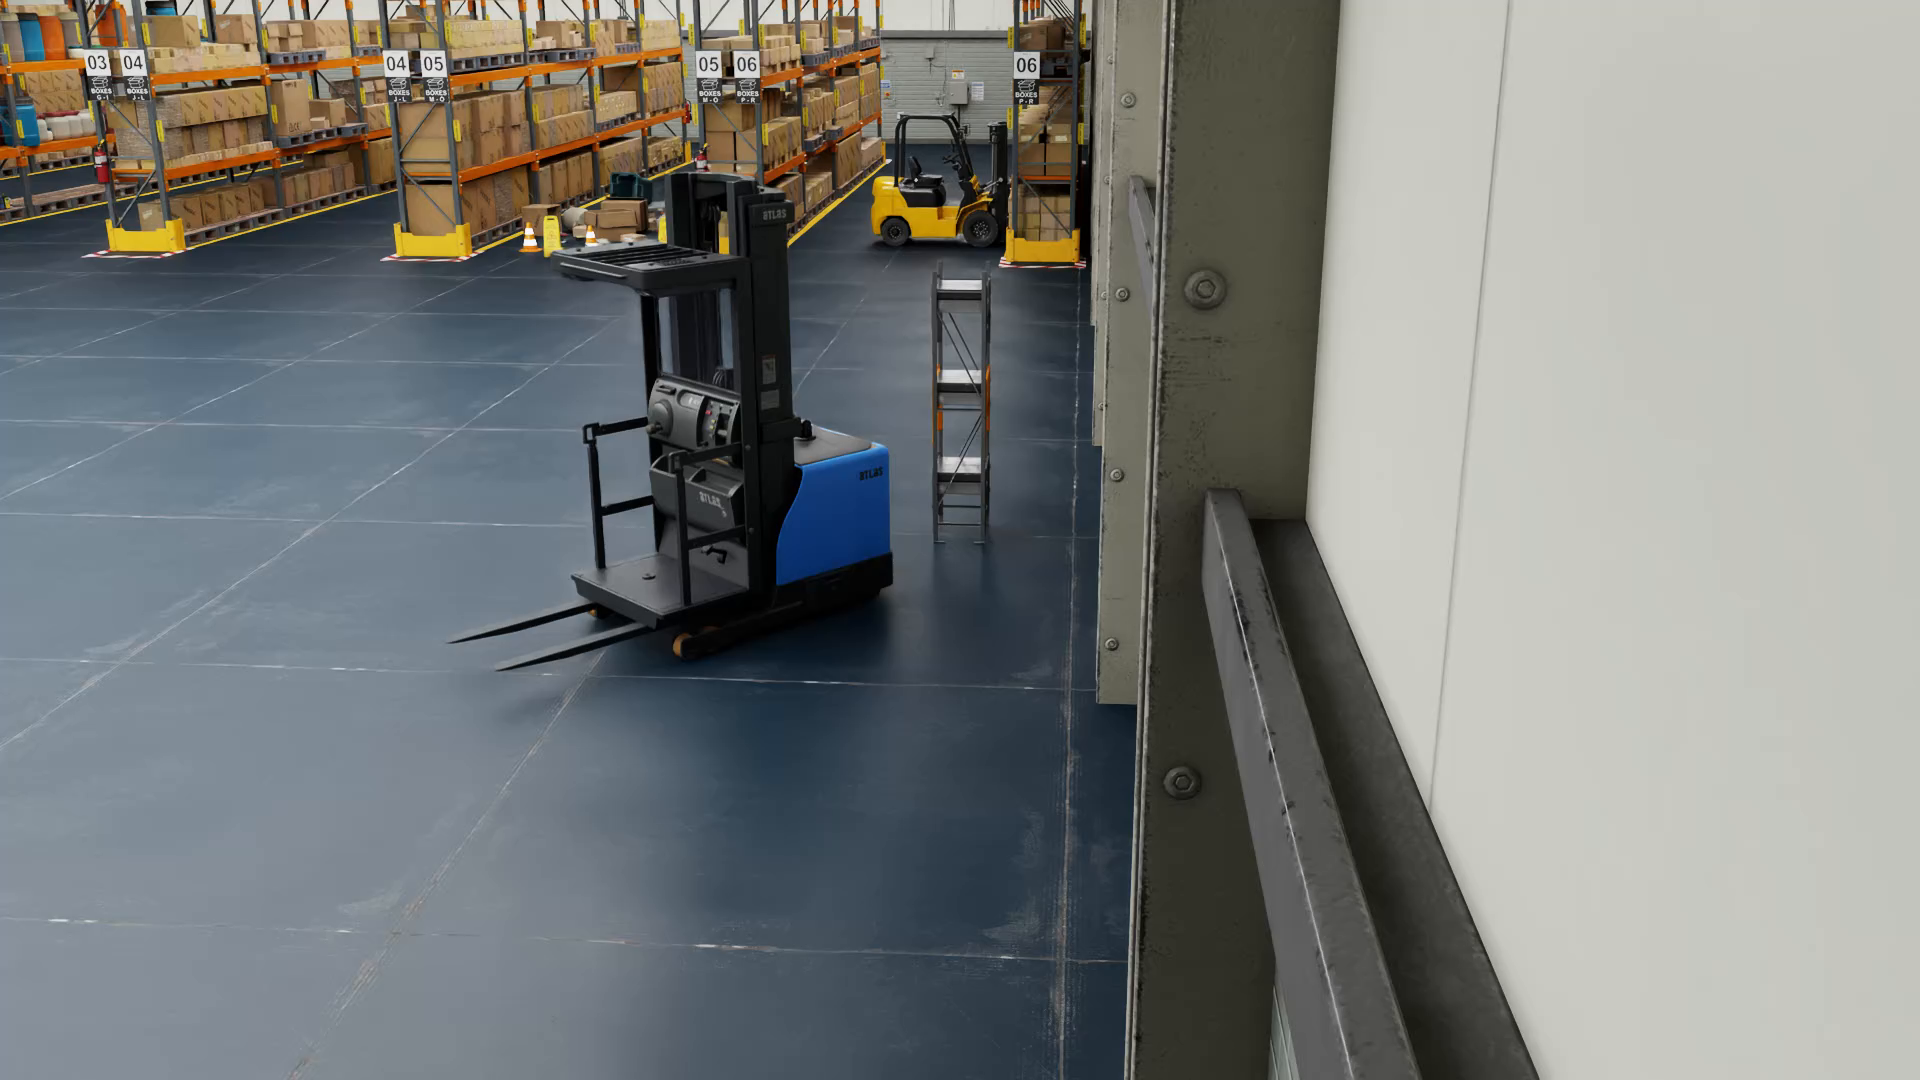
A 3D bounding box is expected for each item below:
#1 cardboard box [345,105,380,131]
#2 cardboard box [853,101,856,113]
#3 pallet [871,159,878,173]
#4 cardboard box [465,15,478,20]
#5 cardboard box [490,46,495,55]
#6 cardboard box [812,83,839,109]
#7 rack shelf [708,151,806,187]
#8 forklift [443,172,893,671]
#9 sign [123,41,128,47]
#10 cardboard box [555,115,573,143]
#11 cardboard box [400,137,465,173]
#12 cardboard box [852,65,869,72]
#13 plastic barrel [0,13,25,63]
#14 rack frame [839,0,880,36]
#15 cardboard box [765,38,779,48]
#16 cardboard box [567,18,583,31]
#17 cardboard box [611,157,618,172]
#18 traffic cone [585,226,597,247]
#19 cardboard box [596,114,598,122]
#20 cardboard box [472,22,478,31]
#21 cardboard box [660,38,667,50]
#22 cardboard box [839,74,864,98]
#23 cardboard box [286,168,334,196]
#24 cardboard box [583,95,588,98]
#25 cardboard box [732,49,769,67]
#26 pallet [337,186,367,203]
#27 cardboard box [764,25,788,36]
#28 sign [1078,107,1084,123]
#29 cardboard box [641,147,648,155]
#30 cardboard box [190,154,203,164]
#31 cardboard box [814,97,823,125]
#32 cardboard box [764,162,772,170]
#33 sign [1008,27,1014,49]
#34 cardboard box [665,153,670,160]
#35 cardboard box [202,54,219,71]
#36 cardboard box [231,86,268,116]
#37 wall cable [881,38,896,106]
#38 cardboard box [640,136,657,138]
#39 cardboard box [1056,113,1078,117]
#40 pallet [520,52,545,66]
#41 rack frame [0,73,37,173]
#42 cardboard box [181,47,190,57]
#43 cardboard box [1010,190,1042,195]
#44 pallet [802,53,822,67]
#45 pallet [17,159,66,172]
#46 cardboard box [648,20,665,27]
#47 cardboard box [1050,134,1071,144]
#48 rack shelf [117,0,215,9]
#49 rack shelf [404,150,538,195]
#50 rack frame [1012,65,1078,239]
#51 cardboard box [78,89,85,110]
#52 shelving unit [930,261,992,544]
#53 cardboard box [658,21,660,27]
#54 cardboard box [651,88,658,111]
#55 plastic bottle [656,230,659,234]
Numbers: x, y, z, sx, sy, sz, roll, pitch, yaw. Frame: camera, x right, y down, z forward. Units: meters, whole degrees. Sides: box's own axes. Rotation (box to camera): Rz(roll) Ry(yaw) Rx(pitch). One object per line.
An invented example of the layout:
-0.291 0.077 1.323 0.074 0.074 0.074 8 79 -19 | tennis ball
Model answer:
-12.631 -8.910 35.137 0.500 0.500 0.500 2 18 6 | cardboard box
-2.583 -9.607 36.863 0.500 0.250 0.500 2 18 5 | cardboard box
-2.549 -9.028 40.136 1.003 0.211 1.213 1 18 4 | pallet
-12.347 -12.759 41.233 0.700 0.500 0.500 0 18 1 | cardboard box
-8.100 -8.292 28.163 0.380 0.149 0.250 1 18 4 | cardboard box
-2.773 -9.167 34.315 0.500 0.500 0.500 1 18 2 | cardboard box
-3.483 -6.291 28.460 1.077 0.370 4.000 1 18 4 | rack shelf
-1.885 -0.810 10.689 3.031 2.935 1.130 -17 24 -41 | forklift
-17.328 -10.194 34.566 0.100 0.325 0.005 1 18 4 | sign
-7.867 -8.008 32.383 0.500 0.500 0.500 2 18 5 | cardboard box
-8.589 -6.278 27.025 0.875 0.550 0.550 1 18 4 | cardboard box
-2.356 -11.134 39.278 0.380 0.149 0.250 1 18 4 | cardboard box
-18.297 -9.615 31.828 0.600 0.901 0.600 0 18 0 | plastic barrel
-2.479 -13.832 40.684 1.000 3.000 0.127 1 18 4 | rack frame
-3.201 -8.192 27.412 0.380 0.149 0.250 2 18 5 | cardboard box
-8.156 -10.944 35.296 0.396 0.266 0.258 1 18 4 | cardboard box
-7.659 -7.957 35.730 0.500 0.500 0.500 1 18 5 | cardboard box
-6.014 -4.888 27.096 0.336 0.463 0.334 1 18 4 | traffic cone
-7.764 -8.790 34.661 0.380 0.149 0.250 1 18 3 | cardboard box
-8.156 -8.435 27.319 0.380 0.149 0.250 1 18 3 | cardboard box
-7.289 -11.789 39.508 0.500 0.250 0.500 2 18 6 | cardboard box
-2.490 -10.404 38.090 0.500 0.500 0.500 1 18 4 | cardboard box
-13.026 -7.181 33.330 0.700 0.500 0.500 3 18 9 | cardboard box
-8.305 -9.583 36.126 0.380 0.149 0.250 2 18 6 | cardboard box
-3.324 -7.657 26.421 0.500 0.250 0.500 1 18 3 | cardboard box
-12.995 -7.150 34.404 1.003 0.211 1.213 1 18 4 | pallet
-3.425 -9.228 30.215 0.500 0.250 0.500 2 18 5 | cardboard box
2.165 -7.581 29.726 0.100 0.325 0.005 1 18 4 | sign
-7.479 -9.048 38.666 0.380 0.149 0.250 2 18 6 | cardboard box
-13.160 -6.507 28.367 0.380 0.149 0.250 1 18 4 | cardboard box
-2.909 -8.250 31.972 0.500 0.500 0.500 1 18 2 | cardboard box
-3.291 -6.152 27.286 0.380 0.149 0.250 1 18 2 | cardboard box
0.785 -7.727 25.575 0.100 0.325 0.005 1 18 4 | sign
-7.276 -9.332 40.491 0.380 0.149 0.250 2 18 5 | cardboard box
-13.116 -8.207 28.575 0.500 0.250 0.500 2 18 6 | cardboard box
-12.982 -7.993 30.256 0.500 0.500 0.500 1 18 4 | cardboard box
-2.098 -13.230 46.801 0.585 1.953 0.123 1 18 4 | wall cable
-7.800 -10.032 41.672 0.380 0.149 0.250 0 18 1 | cardboard box
1.831 -7.217 28.450 0.380 0.149 0.250 1 18 3 | cardboard box
-8.267 -8.953 30.920 0.805 0.209 1.217 1 18 2 | pallet
-22.531 -10.182 39.180 1.000 3.000 0.127 1 18 4 | rack frame
-13.138 -8.175 27.837 0.380 0.149 0.250 1 18 4 | cardboard box
1.078 -5.579 27.267 0.500 0.250 0.500 2 18 5 | cardboard box
-3.189 -8.780 30.384 1.213 0.211 1.003 1 18 4 | pallet
-22.481 -9.070 40.265 1.003 0.211 1.213 1 18 4 | pallet
-7.278 -12.334 39.729 0.380 0.149 0.250 2 18 5 | cardboard box
1.608 -6.357 26.305 0.380 0.149 0.250 1 18 3 | cardboard box
-17.734 -11.768 36.184 1.077 0.370 4.000 1 18 4 | rack shelf
-8.427 -6.370 28.702 1.077 0.370 4.000 1 18 4 | rack shelf
1.325 -5.902 26.118 1.000 3.000 0.127 1 18 4 | rack frame
-22.080 -11.011 41.548 0.500 0.500 0.500 1 18 4 | cardboard box
0.012 -1.049 12.753 0.431 2.100 0.503 1 18 4 | shelving unit
-7.300 -12.173 39.235 0.380 0.149 0.250 1 18 2 | cardboard box
-7.395 -10.309 38.928 0.500 0.500 0.500 1 18 4 | cardboard box
-5.302 -5.499 29.606 0.133 0.061 0.283 4 19 13 | plastic bottle
